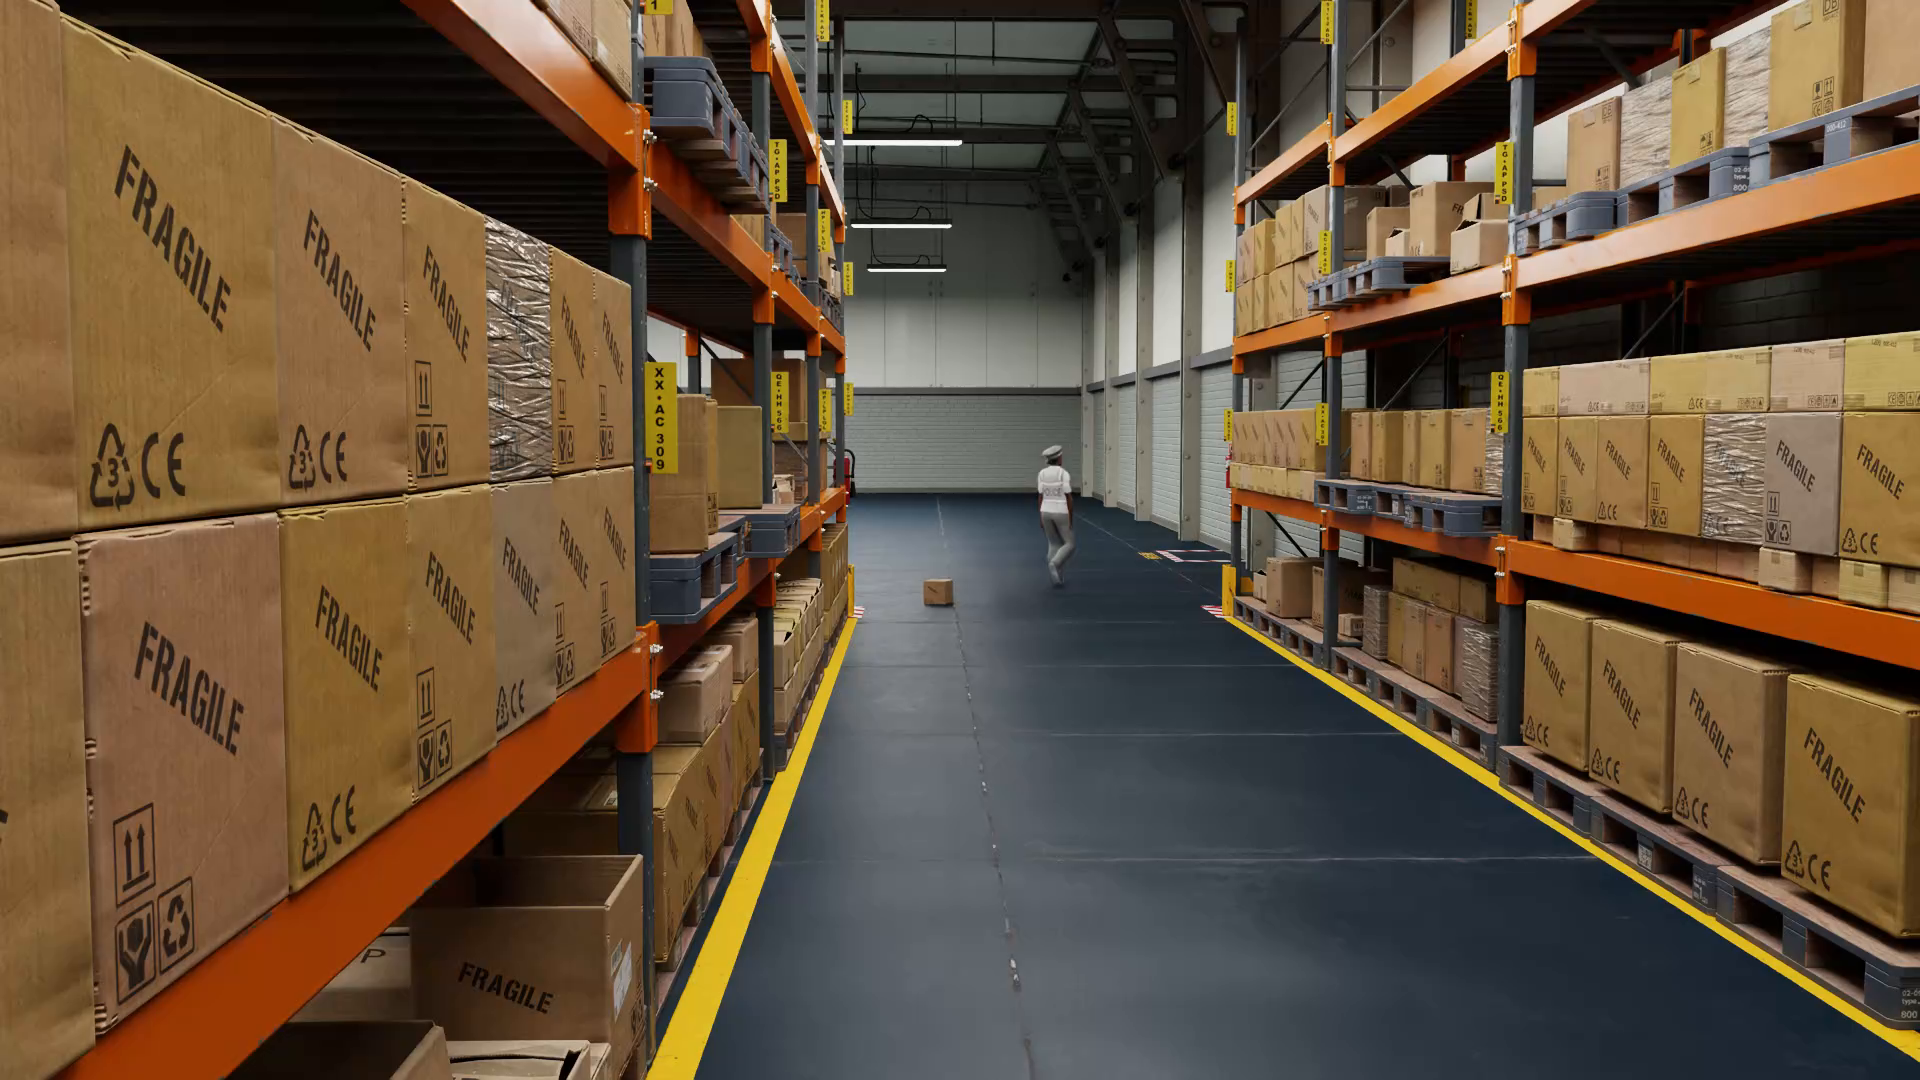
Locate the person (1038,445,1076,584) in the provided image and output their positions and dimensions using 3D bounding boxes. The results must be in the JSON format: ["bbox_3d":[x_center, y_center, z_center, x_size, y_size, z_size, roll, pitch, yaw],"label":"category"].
[{"bbox_3d":[1.140,-0.297,19.893,0.453,1.674,0.602,2,5,31],"label":"person"}]
